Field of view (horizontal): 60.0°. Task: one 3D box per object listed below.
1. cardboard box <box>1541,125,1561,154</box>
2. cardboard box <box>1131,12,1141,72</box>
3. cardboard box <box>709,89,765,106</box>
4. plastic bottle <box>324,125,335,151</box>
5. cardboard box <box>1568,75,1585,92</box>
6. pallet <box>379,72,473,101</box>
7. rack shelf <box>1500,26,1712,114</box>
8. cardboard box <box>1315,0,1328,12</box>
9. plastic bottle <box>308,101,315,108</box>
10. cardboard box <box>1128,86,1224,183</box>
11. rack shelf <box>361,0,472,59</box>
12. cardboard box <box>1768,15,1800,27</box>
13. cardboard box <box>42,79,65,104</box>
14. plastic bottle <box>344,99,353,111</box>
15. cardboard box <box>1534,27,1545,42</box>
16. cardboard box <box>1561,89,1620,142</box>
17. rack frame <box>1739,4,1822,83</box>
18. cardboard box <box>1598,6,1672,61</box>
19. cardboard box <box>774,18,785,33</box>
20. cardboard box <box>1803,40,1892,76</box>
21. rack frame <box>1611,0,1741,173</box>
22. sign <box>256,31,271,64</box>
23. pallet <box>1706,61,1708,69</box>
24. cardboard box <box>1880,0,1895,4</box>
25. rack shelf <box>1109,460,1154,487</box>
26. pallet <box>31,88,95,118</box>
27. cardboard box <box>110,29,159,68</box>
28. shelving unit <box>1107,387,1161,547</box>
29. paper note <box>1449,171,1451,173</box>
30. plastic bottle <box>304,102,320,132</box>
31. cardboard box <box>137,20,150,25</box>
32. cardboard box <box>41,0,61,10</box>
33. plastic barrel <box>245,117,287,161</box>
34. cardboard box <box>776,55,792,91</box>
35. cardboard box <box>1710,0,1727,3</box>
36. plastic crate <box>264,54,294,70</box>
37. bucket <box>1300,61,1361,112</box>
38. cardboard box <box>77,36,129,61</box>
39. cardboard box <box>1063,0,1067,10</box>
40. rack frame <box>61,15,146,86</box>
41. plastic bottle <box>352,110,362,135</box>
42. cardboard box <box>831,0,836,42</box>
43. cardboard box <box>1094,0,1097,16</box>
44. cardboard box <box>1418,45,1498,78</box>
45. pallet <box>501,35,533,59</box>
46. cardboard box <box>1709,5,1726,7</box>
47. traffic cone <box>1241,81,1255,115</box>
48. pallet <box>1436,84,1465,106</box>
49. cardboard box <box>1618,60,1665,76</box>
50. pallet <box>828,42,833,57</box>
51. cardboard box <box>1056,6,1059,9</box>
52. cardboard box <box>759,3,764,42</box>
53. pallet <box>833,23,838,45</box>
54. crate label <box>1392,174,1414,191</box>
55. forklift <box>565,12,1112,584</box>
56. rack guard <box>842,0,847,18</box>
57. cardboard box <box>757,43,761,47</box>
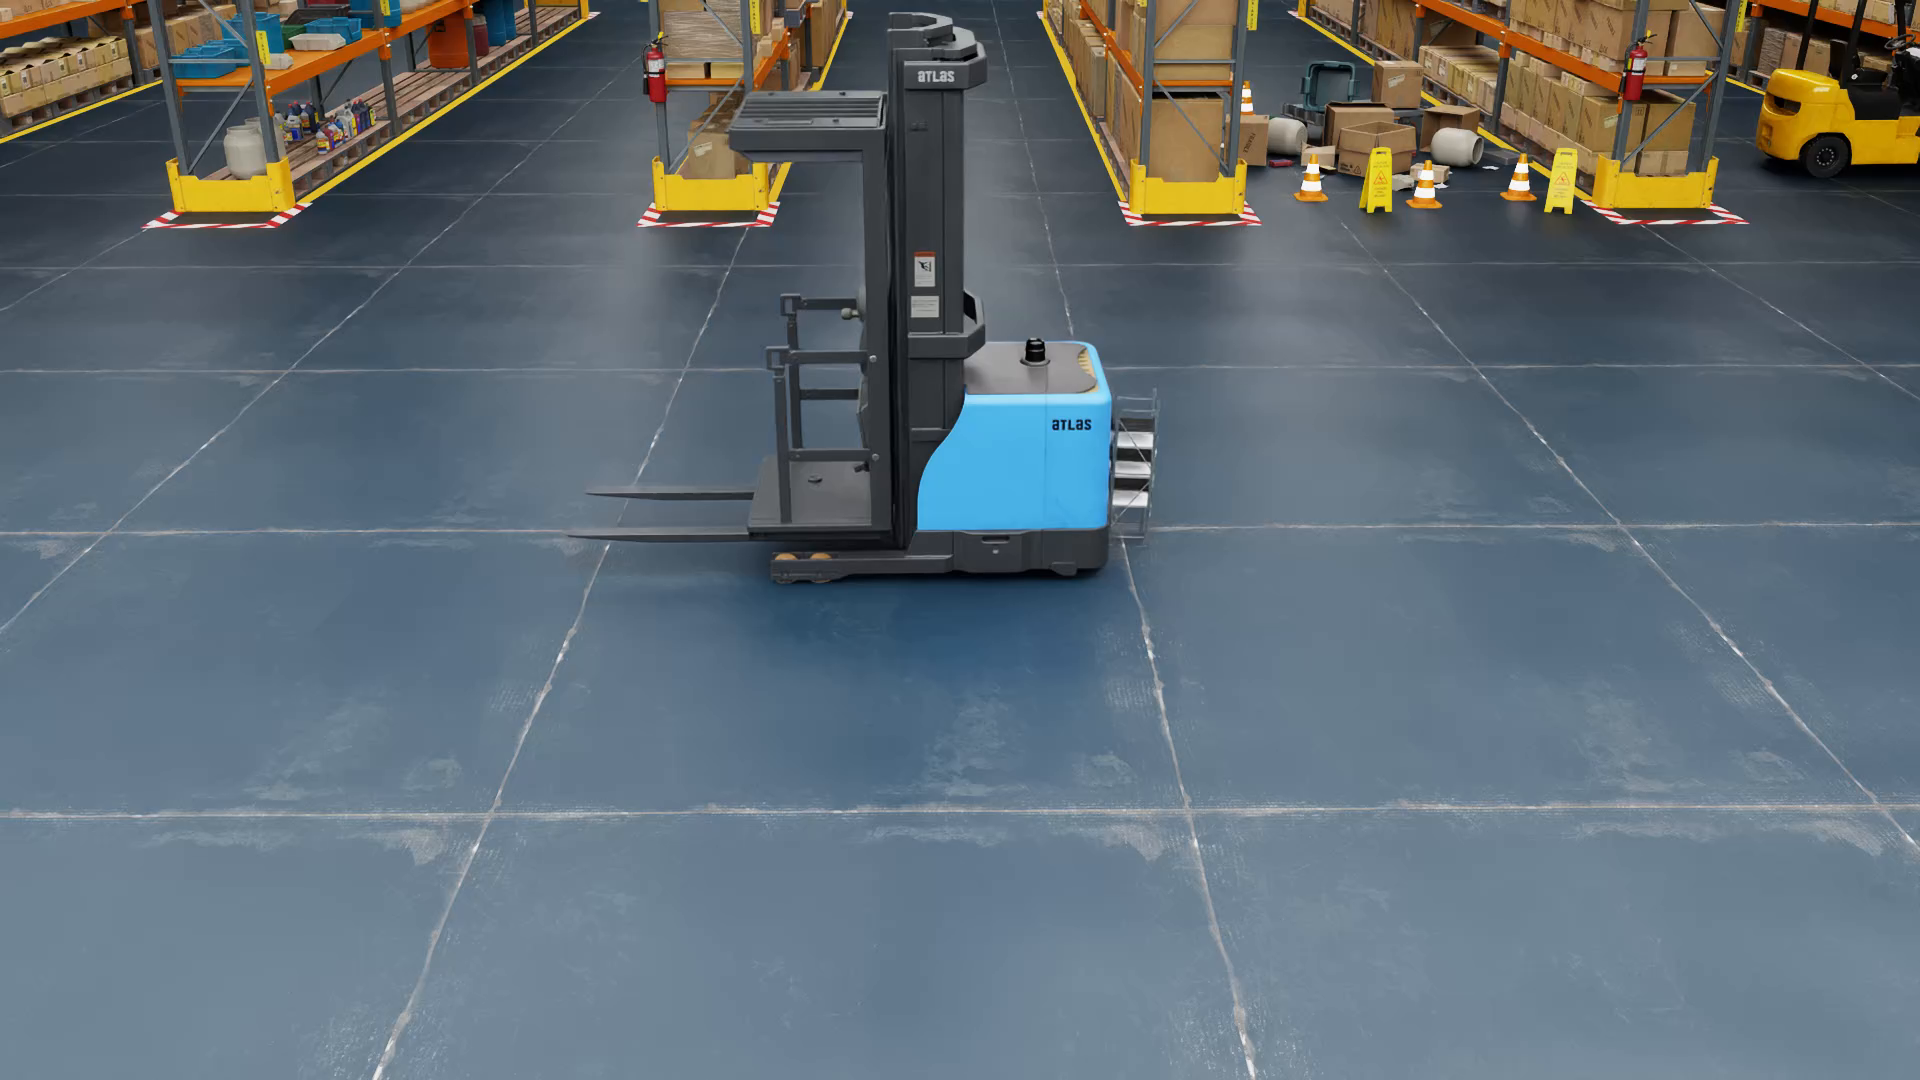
[{"bbox_3d":[7.022,-4.588,19.080,0.500,0.250,0.500,-1,24,-2],"label":"cardboard box"},{"bbox_3d":[2.283,-5.272,17.584,0.875,0.550,0.550,0,24,-1],"label":"cardboard box"},{"bbox_3d":[-2.666,-5.143,20.006,0.500,0.500,0.500,8,25,16],"label":"cardboard box"},{"bbox_3d":[-7.245,-4.626,19.101,0.061,0.283,0.133,0,24,0],"label":"plastic bottle"},{"bbox_3d":[6.969,-5.047,18.400,0.380,0.149,0.250,0,24,0],"label":"cardboard box"},{"bbox_3d":[-7.671,-6.528,23.927,1.003,0.211,1.213,0,24,-1],"label":"pallet"},{"bbox_3d":[7.287,-5.384,18.888,1.077,0.370,4.000,0,24,-1],"label":"rack shelf"},{"bbox_3d":[7.242,-10.234,31.336,0.875,0.438,0.875,-1,24,-2],"label":"cardboard box"},{"bbox_3d":[-8.032,-5.294,20.591,0.097,0.271,0.097,0,24,0],"label":"plastic bottle"},{"bbox_3d":[2.287,-4.327,17.745,0.875,0.875,0.875,0,24,0],"label":"cardboard box"},{"bbox_3d":[-7.618,-6.966,22.385,1.077,0.370,4.000,0,24,-1],"label":"rack shelf"},{"bbox_3d":[12.515,-7.882,25.275,0.380,0.149,0.250,0,24,1],"label":"cardboard box"},{"bbox_3d":[-12.319,-5.979,22.156,0.500,0.250,0.500,-1,24,-2],"label":"cardboard box"},{"bbox_3d":[-7.446,-5.198,20.284,0.144,0.351,0.185,0,24,-1],"label":"plastic bottle"},{"bbox_3d":[7.004,-5.975,19.627,0.380,0.149,0.250,0,24,1],"label":"cardboard box"},{"bbox_3d":[7.030,-4.712,18.446,0.500,0.500,0.500,1,24,1],"label":"cardboard box"},{"bbox_3d":[12.185,-8.208,24.259,1.000,3.000,0.127,0,24,-1],"label":"rack frame"},{"bbox_3d":[7.028,-5.292,17.328,0.500,0.500,0.500,-1,24,-1],"label":"cardboard box"},{"bbox_3d":[-2.348,-6.290,20.322,0.380,0.149,0.250,0,24,-1],"label":"cardboard box"},{"bbox_3d":[12.201,-6.514,22.885,0.875,0.625,0.625,-1,24,-3],"label":"cardboard box"},{"bbox_3d":[7.309,-4.888,16.918,1.000,3.000,0.127,0,24,-1],"label":"rack frame"},{"bbox_3d":[-7.003,-4.948,16.715,0.100,0.325,0.005,0,24,-1],"label":"sign"},{"bbox_3d":[12.204,-7.747,26.623,1.003,0.211,1.213,0,24,-1],"label":"pallet"},{"bbox_3d":[11.968,-6.921,20.988,0.500,0.250,0.500,-1,24,-2],"label":"cardboard box"},{"bbox_3d":[0.980,-0.384,9.575,0.258,0.077,0.200,2,24,-1],"label":"rack shelf"},{"bbox_3d":[-12.613,-5.986,22.728,1.003,0.211,1.213,0,24,-1],"label":"pallet"},{"bbox_3d":[-12.313,-7.347,24.855,0.500,0.500,0.500,1,24,2],"label":"cardboard box"},{"bbox_3d":[0.982,-0.415,9.561,0.258,0.900,0.210,2,24,-1],"label":"shelving unit"},{"bbox_3d":[5.611,-4.219,19.066,0.032,0.001,0.123,0,24,-1],"label":"paper note"},{"bbox_3d":[-7.859,-5.129,20.132,0.144,0.351,0.185,0,24,-1],"label":"plastic bottle"},{"bbox_3d":[-12.844,-7.756,25.759,0.500,0.500,0.500,-1,24,-2],"label":"cardboard box"},{"bbox_3d":[-12.559,-7.451,22.464,0.500,0.500,0.500,-2,24,-3],"label":"cardboard box"},{"bbox_3d":[-7.642,-4.356,18.252,0.421,0.512,0.421,0,24,0],"label":"plastic barrel"},{"bbox_3d":[-2.622,-6.234,22.392,0.700,0.500,0.500,-2,24,-5],"label":"cardboard box"},{"bbox_3d":[12.483,-8.740,27.172,0.380,0.149,0.250,-1,24,-3],"label":"cardboard box"},{"bbox_3d":[-7.241,-5.071,17.643,0.298,0.136,0.250,0,24,-1],"label":"plastic crate"},{"bbox_3d":[4.624,-5.628,20.681,0.726,0.611,0.620,8,16,18],"label":"bucket"},{"bbox_3d":[-12.341,-7.076,23.903,0.500,0.311,0.500,0,24,1],"label":"cardboard box"},{"bbox_3d":[1.973,-8.857,27.308,0.500,0.250,0.500,-1,24,-3],"label":"cardboard box"},{"bbox_3d":[-12.593,-8.097,24.013,1.000,3.000,0.127,0,24,-1],"label":"rack frame"},{"bbox_3d":[-7.256,-5.022,19.977,0.061,0.283,0.133,1,24,3],"label":"plastic bottle"},{"bbox_3d":[-2.704,-8.748,27.521,1.225,0.875,0.875,0,24,0],"label":"cardboard box"},{"bbox_3d":[2.033,-7.148,21.794,0.500,0.500,0.500,0,24,0],"label":"cardboard box"},{"bbox_3d":[7.218,-6.946,24.147,0.950,0.372,0.625,-2,24,-4],"label":"cardboard box"},{"bbox_3d":[-7.717,-8.177,27.574,1.003,0.211,1.213,0,24,-1],"label":"pallet"},{"bbox_3d":[11.988,-8.407,26.434,0.380,0.149,0.250,0,24,0],"label":"cardboard box"},{"bbox_3d":[3.812,-5.876,22.181,0.336,0.463,0.334,0,24,-1],"label":"traffic cone"},{"bbox_3d":[7.239,-6.091,22.960,1.003,0.211,1.213,0,24,-1],"label":"pallet"},{"bbox_3d":[7.091,-4.927,17.308,0.380,0.149,0.250,1,24,1],"label":"cardboard box"},{"bbox_3d":[-2.648,-8.200,27.625,1.003,0.211,1.213,0,24,-1],"label":"pallet"},{"bbox_3d":[1.965,-9.799,30.366,0.380,0.149,0.250,-1,24,-3],"label":"cardboard box"},{"bbox_3d":[-2.660,-5.869,18.605,0.875,0.500,0.500,0,24,-1],"label":"cardboard box"},{"bbox_3d":[-2.661,-8.831,29.021,1.003,0.211,1.213,0,24,-1],"label":"pallet"},{"bbox_3d":[4.838,-3.934,18.282,0.250,0.136,0.298,-14,28,-28],"label":"crate label"},{"bbox_3d":[-0.698,-1.312,9.094,3.031,2.935,1.130,-1,24,-1],"label":"forklift"},{"bbox_3d":[-2.775,-10.308,31.934,1.175,0.500,0.348,0,24,-1],"label":"rack guard"},{"bbox_3d":[-2.385,-5.363,18.272,0.380,0.149,0.250,0,24,-1],"label":"cardboard box"}]
